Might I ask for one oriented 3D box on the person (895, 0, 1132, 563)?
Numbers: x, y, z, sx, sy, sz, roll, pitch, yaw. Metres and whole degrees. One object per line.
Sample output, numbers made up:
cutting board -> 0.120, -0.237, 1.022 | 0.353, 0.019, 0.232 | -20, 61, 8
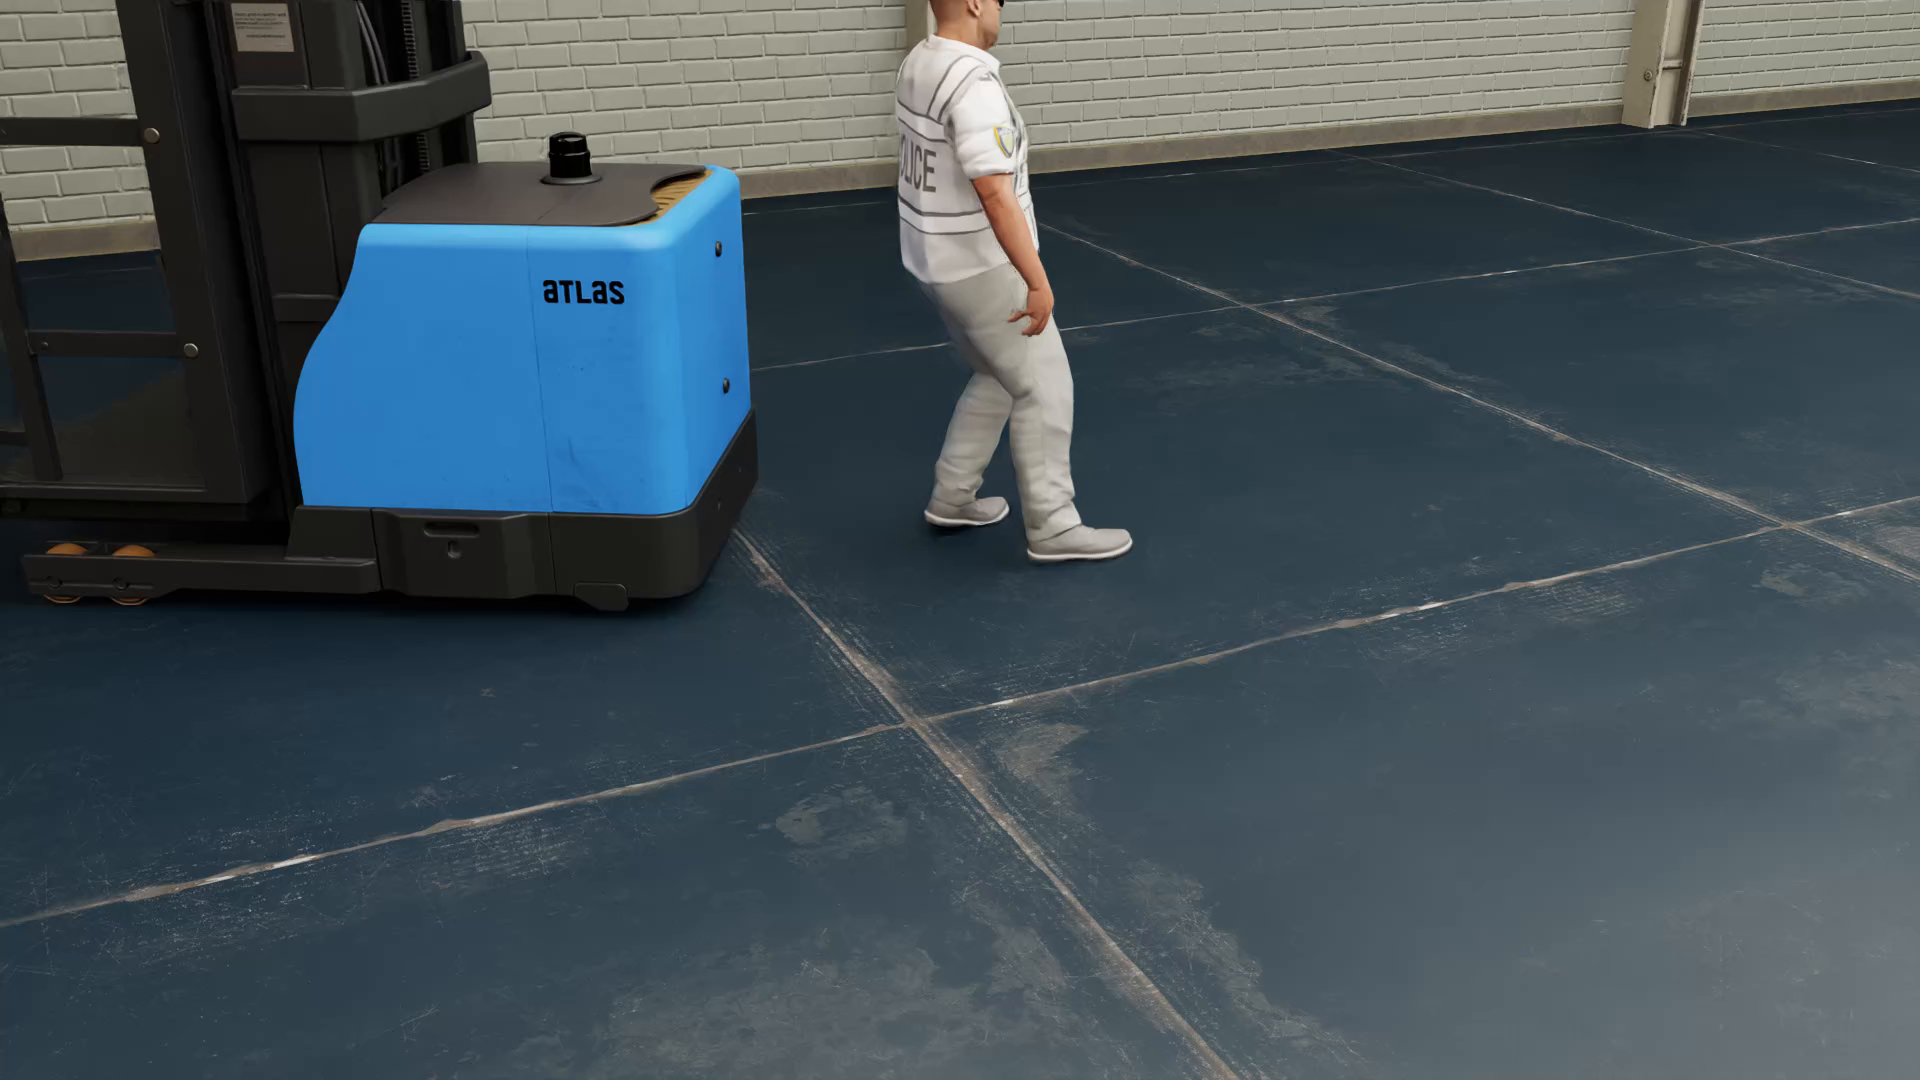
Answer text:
person -> 0.144, -0.828, 4.869 | 0.602, 1.752, 0.698 | -8, 24, -18

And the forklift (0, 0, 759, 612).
forklift -> -2.197, -1.368, 4.580 | 3.031, 2.935, 1.130 | 2, 23, 4
